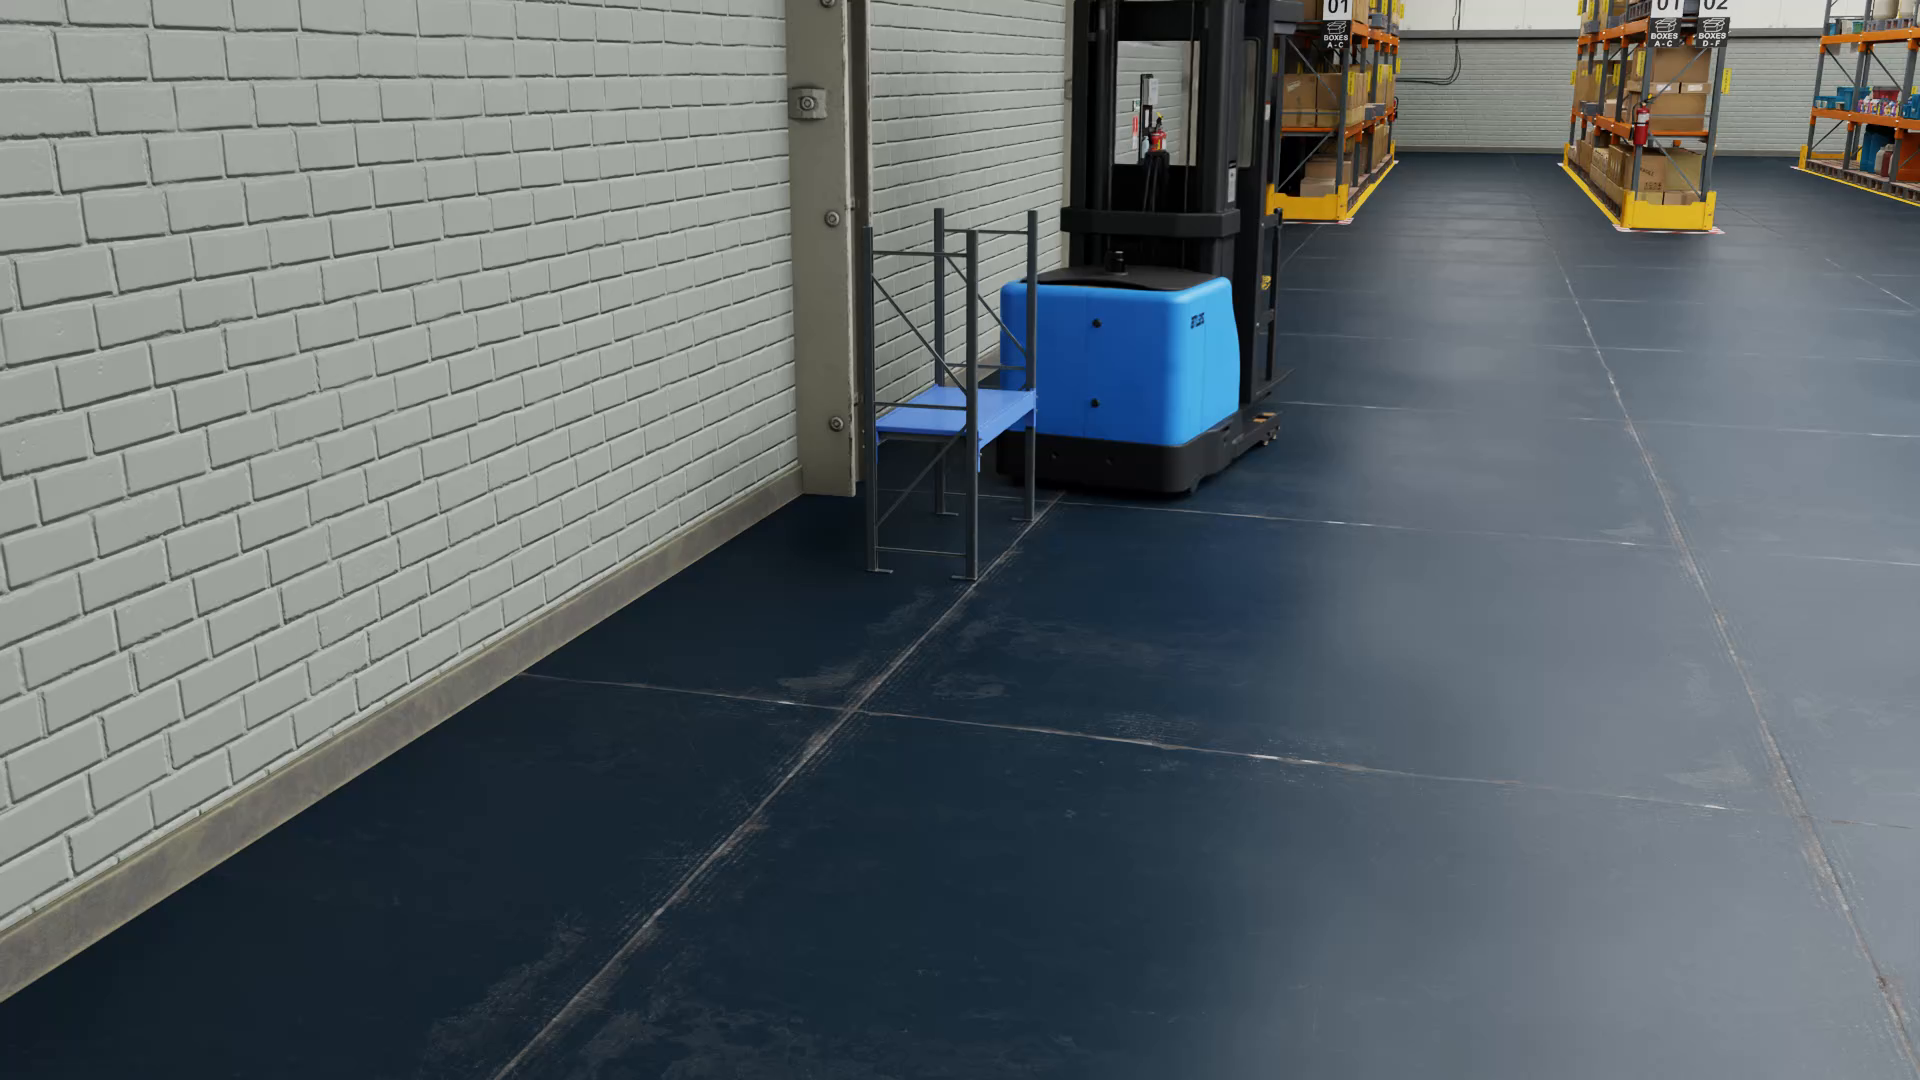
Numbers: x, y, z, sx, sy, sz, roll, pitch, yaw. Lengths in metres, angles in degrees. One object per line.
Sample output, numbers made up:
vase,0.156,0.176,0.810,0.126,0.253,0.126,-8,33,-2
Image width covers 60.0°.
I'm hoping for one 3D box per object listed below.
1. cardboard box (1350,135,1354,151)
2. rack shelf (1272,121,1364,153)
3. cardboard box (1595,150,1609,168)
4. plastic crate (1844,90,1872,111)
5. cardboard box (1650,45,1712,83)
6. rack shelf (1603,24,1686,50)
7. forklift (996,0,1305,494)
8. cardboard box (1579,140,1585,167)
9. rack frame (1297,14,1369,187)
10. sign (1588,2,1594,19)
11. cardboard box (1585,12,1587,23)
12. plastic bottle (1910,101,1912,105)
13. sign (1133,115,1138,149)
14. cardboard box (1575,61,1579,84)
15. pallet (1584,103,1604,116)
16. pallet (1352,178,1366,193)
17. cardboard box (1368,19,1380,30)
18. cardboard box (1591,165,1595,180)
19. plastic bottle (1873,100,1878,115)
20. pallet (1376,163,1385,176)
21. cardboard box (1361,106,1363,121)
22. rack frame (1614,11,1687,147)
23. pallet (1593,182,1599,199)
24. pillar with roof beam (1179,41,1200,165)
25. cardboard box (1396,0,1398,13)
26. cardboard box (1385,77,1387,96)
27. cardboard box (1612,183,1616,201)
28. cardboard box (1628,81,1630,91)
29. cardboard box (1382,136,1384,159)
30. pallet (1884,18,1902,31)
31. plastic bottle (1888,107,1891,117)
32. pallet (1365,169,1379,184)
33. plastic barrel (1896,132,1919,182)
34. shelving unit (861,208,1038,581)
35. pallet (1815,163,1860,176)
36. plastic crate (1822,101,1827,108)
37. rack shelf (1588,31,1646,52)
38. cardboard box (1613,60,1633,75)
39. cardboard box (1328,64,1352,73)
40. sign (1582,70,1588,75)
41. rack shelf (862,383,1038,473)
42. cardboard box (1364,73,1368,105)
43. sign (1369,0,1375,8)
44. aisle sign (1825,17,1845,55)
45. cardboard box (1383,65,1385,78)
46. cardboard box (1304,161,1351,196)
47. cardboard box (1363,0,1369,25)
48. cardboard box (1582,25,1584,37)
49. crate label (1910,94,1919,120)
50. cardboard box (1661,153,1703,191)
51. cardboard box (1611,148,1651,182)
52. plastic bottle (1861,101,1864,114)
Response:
cardboard box,6.850,-7.181,30.049,0.500,0.250,0.500,5,16,16
rack shelf,5.663,-6.367,26.097,1.077,0.370,4.000,5,16,16
cardboard box,11.400,-6.663,29.064,0.500,0.311,0.500,4,16,14
plastic crate,17.810,-8.731,33.032,0.392,0.384,0.575,5,16,16
cardboard box,10.006,-6.614,23.089,0.700,0.500,0.500,5,16,16
rack shelf,11.551,-8.473,28.027,1.077,0.370,4.000,5,16,16
forklift,1.276,-2.005,9.526,1.130,2.935,3.031,7,17,24
cardboard box,12.885,-7.847,33.773,0.500,0.500,0.500,4,16,13
rack frame,6.232,-7.236,27.844,1.000,3.000,0.127,5,16,16
sign,12.733,-10.678,33.533,0.100,0.325,0.005,5,16,16
cardboard box,13.566,-11.097,35.319,0.500,0.250,0.500,5,16,16
plastic bottle,17.726,-8.052,30.957,0.097,0.271,0.097,0,16,0
sign,1.765,-4.107,16.746,0.001,0.329,0.234,5,16,16
cardboard box,14.014,-10.426,37.074,0.500,0.500,0.500,5,17,18
pallet,12.244,-7.990,30.853,1.213,0.211,1.003,5,16,16
pallet,6.797,-6.419,30.072,1.003,0.211,1.213,5,16,16
cardboard box,7.423,-9.483,30.396,0.500,0.311,0.500,5,16,16
cardboard box,11.547,-6.533,29.634,0.500,0.250,0.500,4,16,14
plastic bottle,17.119,-8.076,31.042,0.097,0.271,0.097,0,16,0
pallet,8.358,-7.780,34.871,1.003,0.211,1.213,5,16,16
cardboard box,6.238,-6.896,26.884,0.500,0.250,0.500,5,17,16
rack frame,10.982,-6.853,26.493,1.000,3.000,0.127,5,16,16
pallet,11.499,-6.027,28.693,1.003,0.211,1.213,5,16,16
pillar with roof beam,6.887,-7.422,17.506,9.100,9.000,0.400,5,16,16
cardboard box,9.252,-11.740,36.175,0.500,0.500,0.500,5,17,16
cardboard box,8.616,-9.390,34.671,0.500,0.500,0.500,4,16,15
cardboard box,10.130,-5.242,25.084,0.500,0.250,0.500,5,16,16
cardboard box,10.649,-7.092,25.964,0.380,0.149,0.250,5,17,17
cardboard box,8.962,-8.647,36.631,0.700,0.500,0.500,4,16,15
pallet,17.555,-9.403,30.334,1.003,0.211,1.213,5,16,16
plastic bottle,16.772,-7.723,29.925,0.097,0.201,0.097,0,16,0
pallet,7.665,-7.141,32.620,1.003,0.211,1.213,5,16,16
plastic barrel,16.990,-6.802,29.519,0.600,0.830,0.708,5,16,16
shelving unit,-0.024,-0.699,7.546,0.538,1.500,1.048,5,16,16
pallet,18.520,-7.735,34.713,1.003,0.211,1.213,5,16,16
plastic crate,18.392,-9.215,35.195,0.250,0.136,0.298,5,16,16
rack shelf,12.687,-9.520,31.716,1.077,0.370,4.000,5,16,16
cardboard box,13.659,-9.576,34.080,0.500,0.500,0.500,5,17,17
cardboard box,7.249,-8.983,31.863,0.500,0.250,0.500,5,17,17
sign,12.733,-9.402,33.895,0.100,0.325,0.005,5,16,16
rack shelf,-0.024,-0.526,7.595,0.538,0.185,1.000,5,16,16
cardboard box,6.394,-7.387,27.239,0.500,0.500,0.500,5,16,16
sign,6.754,-8.888,27.223,0.100,0.325,0.005,5,16,16
aisle sign,18.876,-10.900,35.997,0.394,0.787,0.004,5,16,16
cardboard box,8.318,-9.482,33.623,0.500,0.250,0.500,5,17,17
cardboard box,5.796,-5.710,26.238,0.700,0.500,0.500,4,16,12
cardboard box,6.325,-8.585,26.882,0.500,0.500,0.500,5,17,17
cardboard box,13.708,-10.988,35.849,0.500,0.250,0.500,5,16,16
crate label,16.325,-7.292,27.977,0.502,0.435,0.616,5,16,16
cardboard box,10.352,-5.300,23.914,0.500,0.500,0.500,5,16,16
cardboard box,10.266,-5.734,25.444,0.500,0.500,0.500,5,16,16
plastic bottle,17.410,-8.344,31.986,0.097,0.271,0.097,0,16,0
